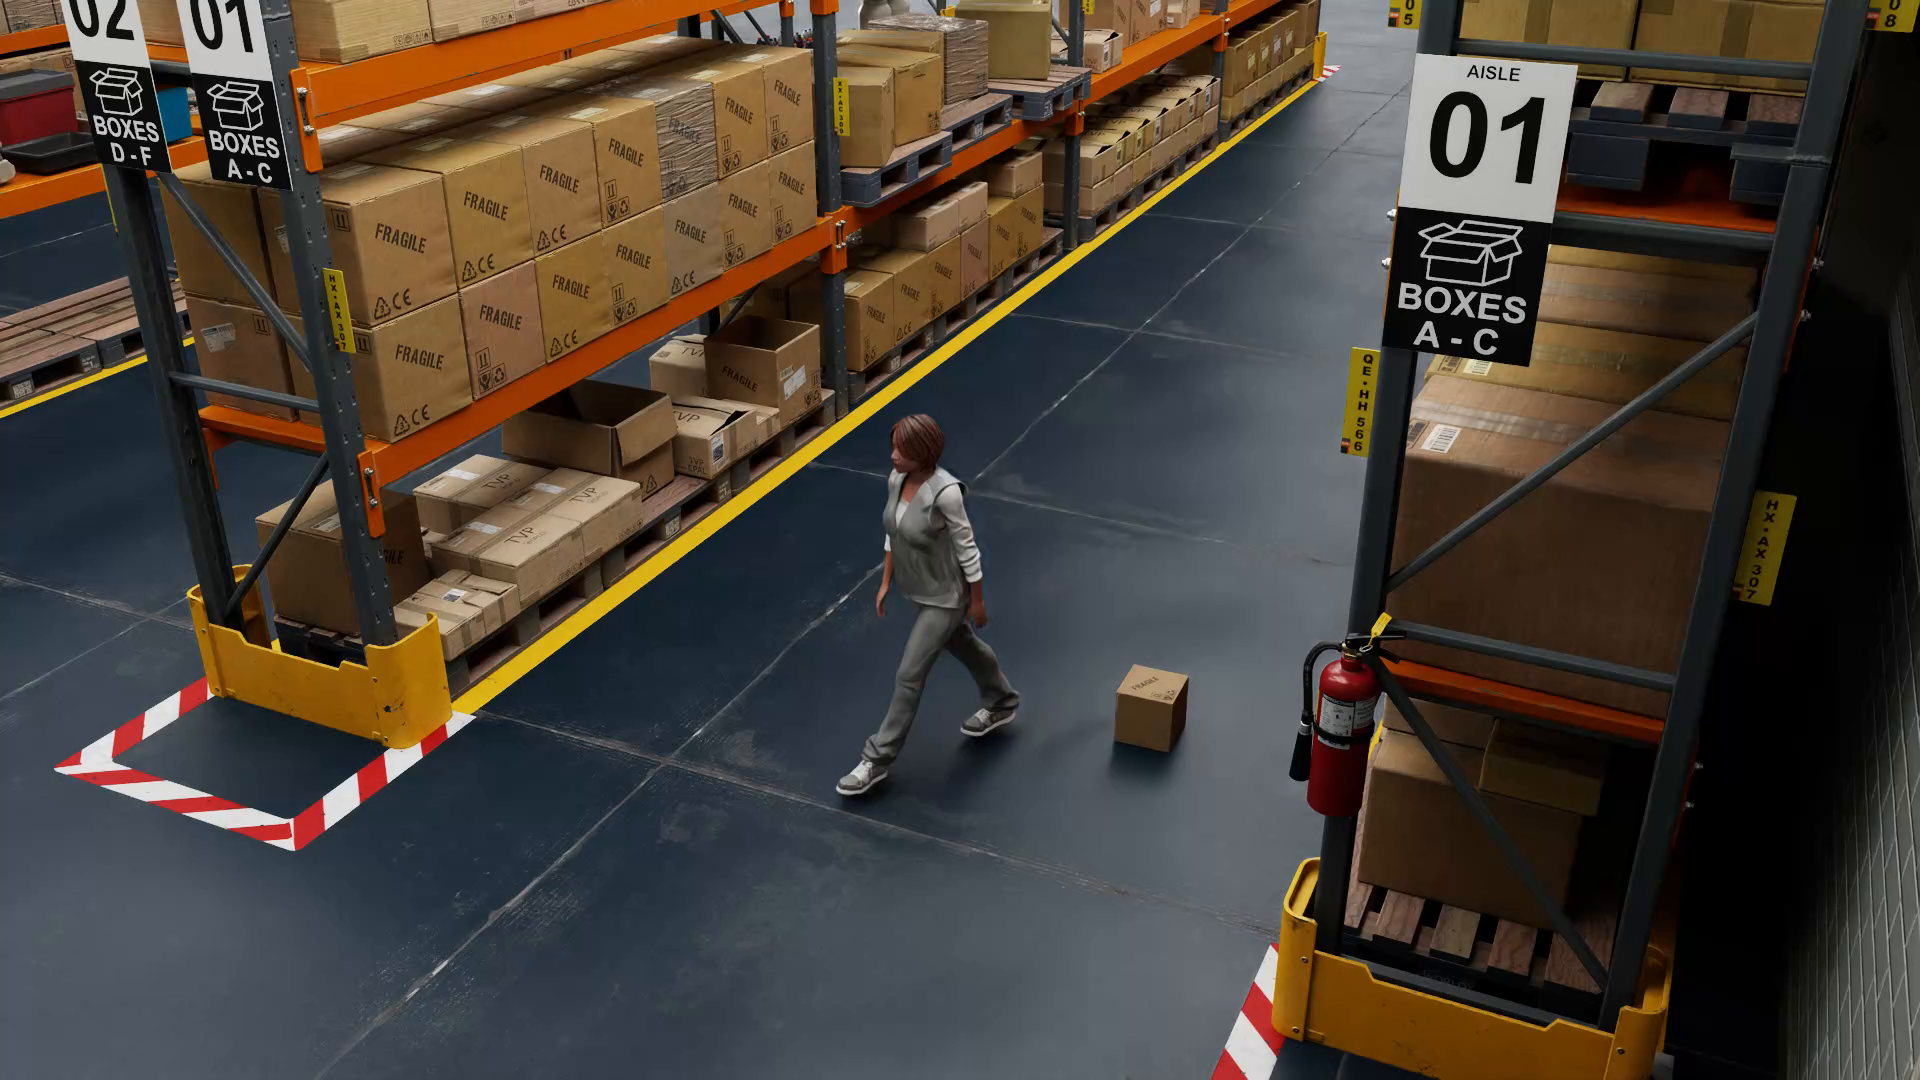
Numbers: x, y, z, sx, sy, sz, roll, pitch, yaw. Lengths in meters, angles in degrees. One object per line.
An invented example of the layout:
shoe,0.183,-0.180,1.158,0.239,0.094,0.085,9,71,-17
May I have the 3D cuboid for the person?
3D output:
person,-0.157,0.205,6.699,0.952,1.533,0.421,-15,30,-27
